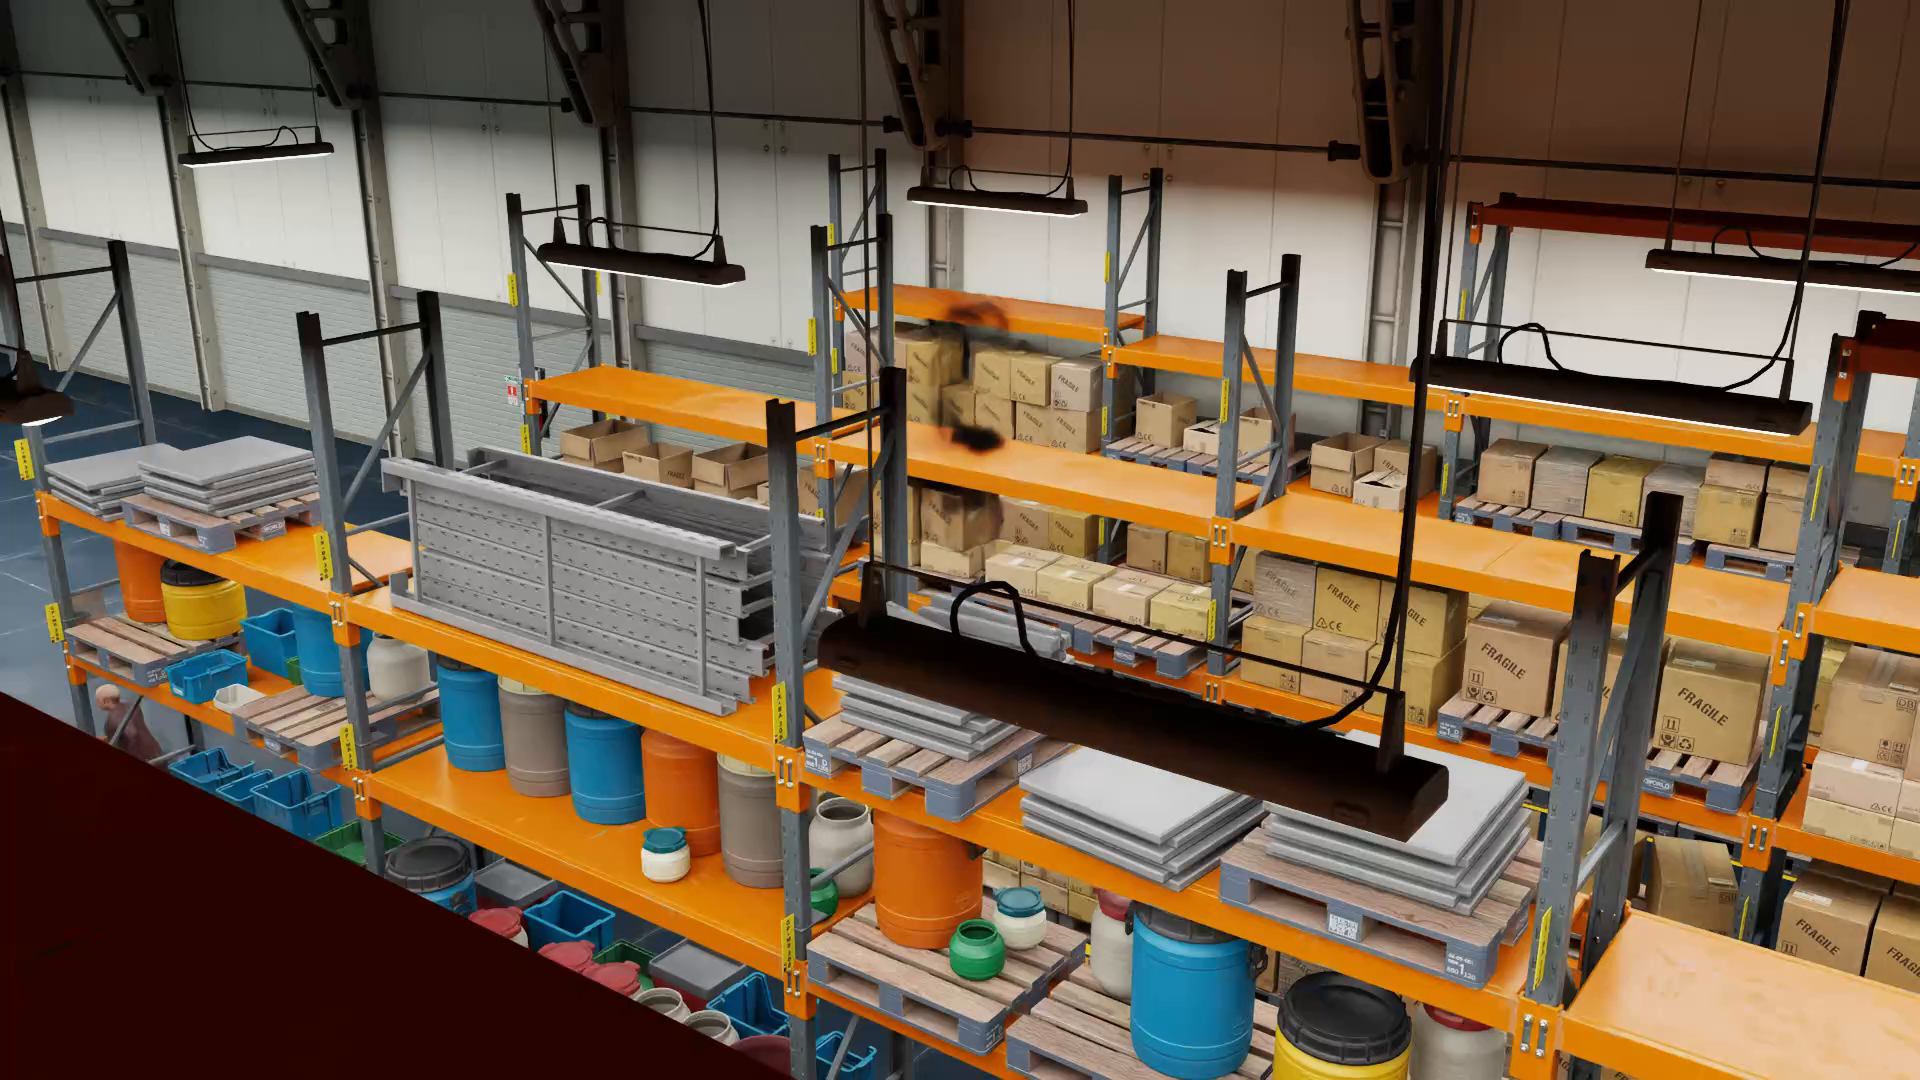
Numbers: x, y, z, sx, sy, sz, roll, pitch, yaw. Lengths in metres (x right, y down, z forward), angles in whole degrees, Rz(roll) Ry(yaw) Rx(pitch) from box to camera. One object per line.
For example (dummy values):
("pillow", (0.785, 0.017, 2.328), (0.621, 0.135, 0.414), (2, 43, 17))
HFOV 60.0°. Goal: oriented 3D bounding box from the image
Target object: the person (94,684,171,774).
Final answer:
("person", (-7.800, 2.224, 15.875), (0.914, 1.830, 0.763), (-2, 19, -5))
